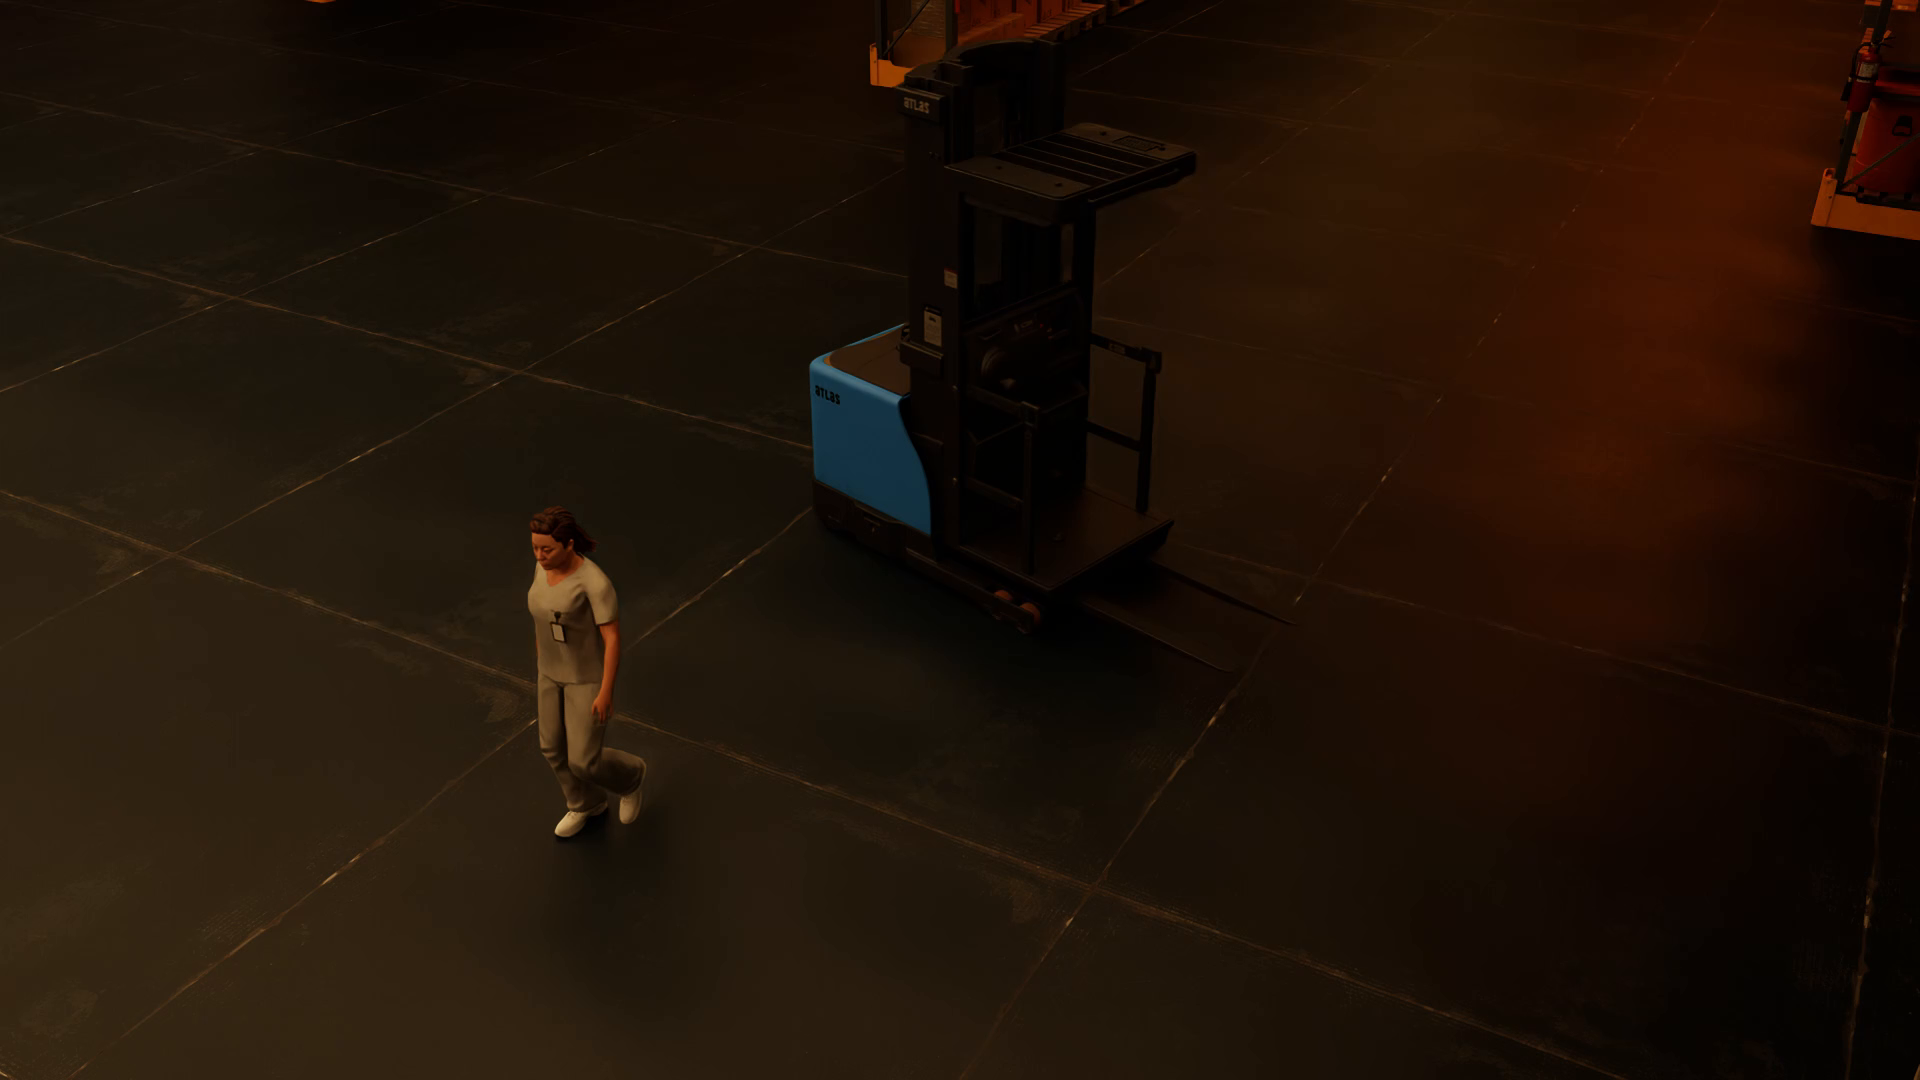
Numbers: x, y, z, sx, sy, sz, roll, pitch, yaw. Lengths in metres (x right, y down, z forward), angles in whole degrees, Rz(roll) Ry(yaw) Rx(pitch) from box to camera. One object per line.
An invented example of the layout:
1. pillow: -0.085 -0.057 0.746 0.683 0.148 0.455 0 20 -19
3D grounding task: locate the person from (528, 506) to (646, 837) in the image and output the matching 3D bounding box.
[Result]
1. person: -1.691 0.595 7.319 0.611 1.656 0.477 17 34 26

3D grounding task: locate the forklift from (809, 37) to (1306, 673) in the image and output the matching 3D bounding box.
1. forklift: 0.514 -1.051 8.891 3.031 2.935 1.130 26 39 37
